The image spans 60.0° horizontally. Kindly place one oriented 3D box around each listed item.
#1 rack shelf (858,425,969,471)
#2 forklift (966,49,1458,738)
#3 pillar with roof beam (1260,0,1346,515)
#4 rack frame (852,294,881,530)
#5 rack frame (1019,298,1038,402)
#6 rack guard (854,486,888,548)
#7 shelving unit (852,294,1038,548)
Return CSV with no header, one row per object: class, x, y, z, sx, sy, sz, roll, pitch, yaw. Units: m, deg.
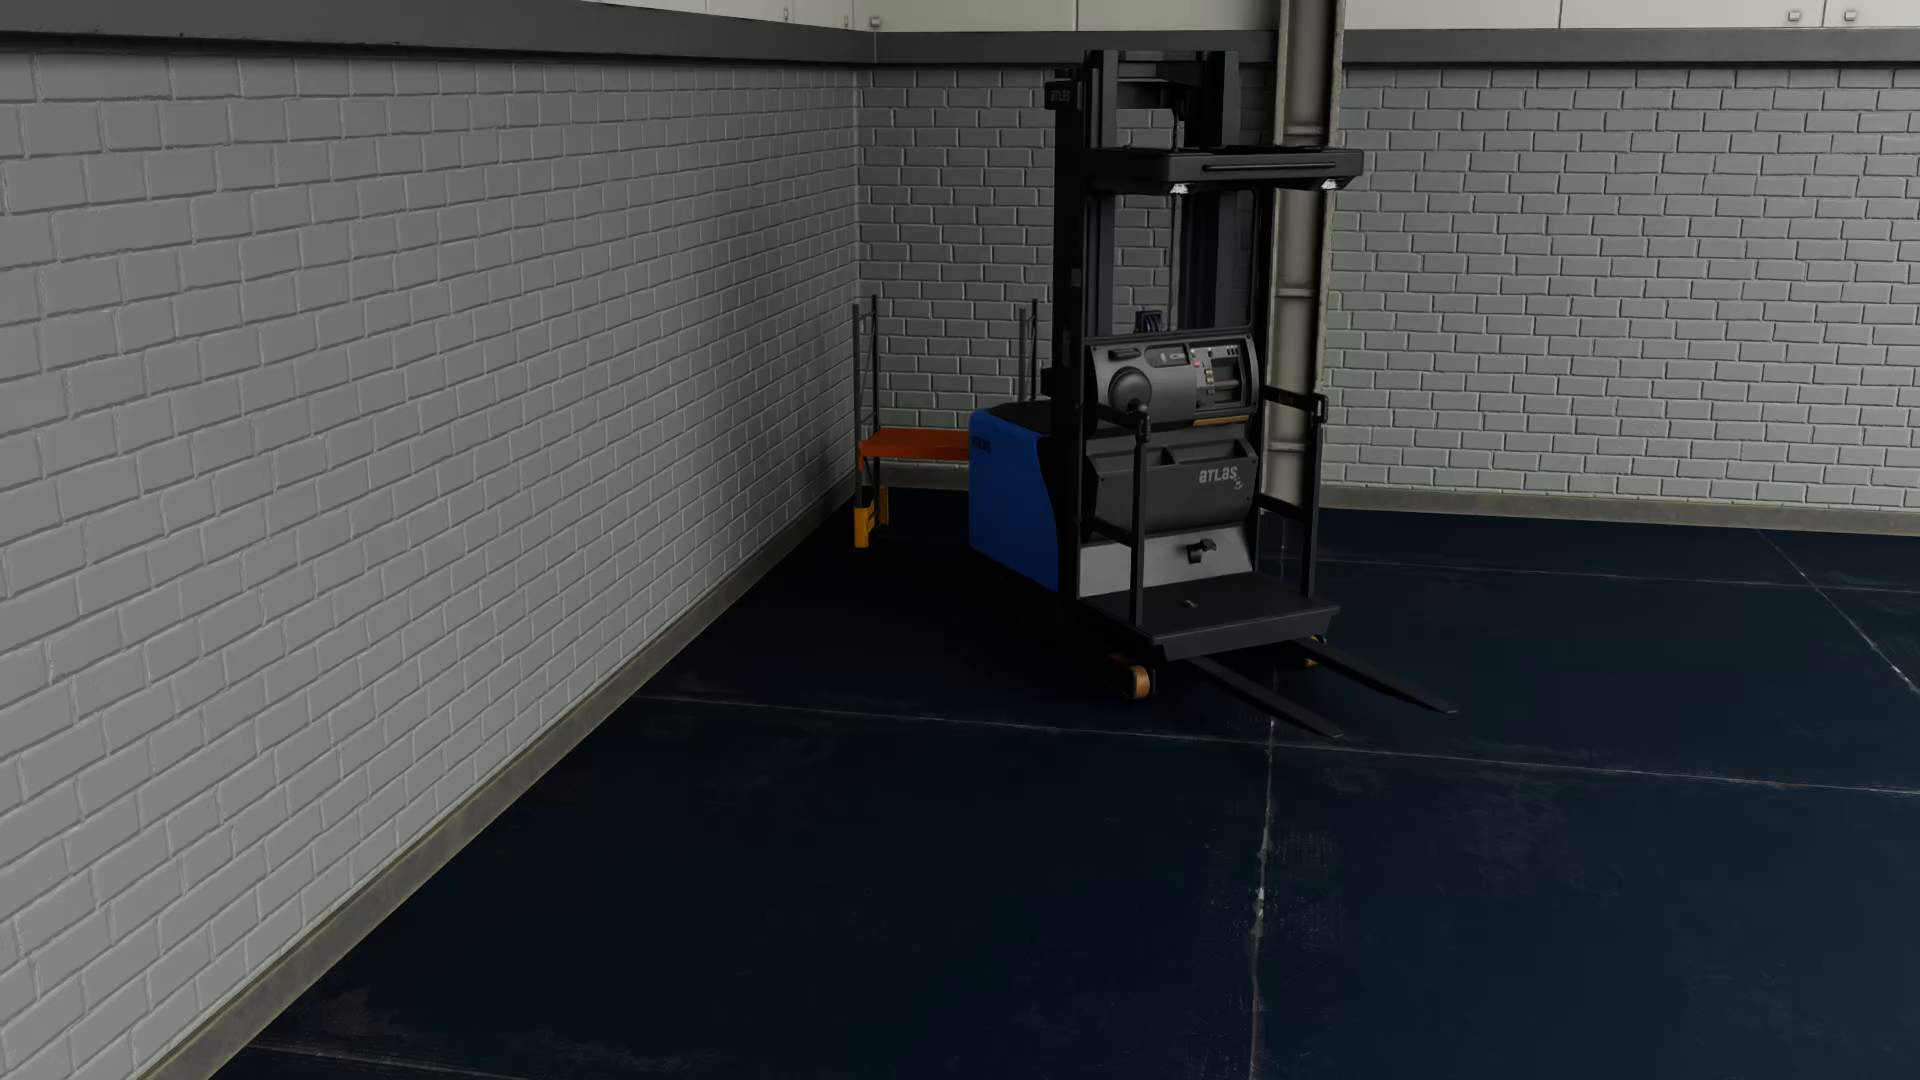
rack shelf,-0.084,-0.554,10.356,1.000,0.185,0.538,3,16,11
forklift,1.141,-0.797,7.879,1.130,2.935,3.031,-8,17,-25
pillar with roof beam,1.336,-3.412,5.951,0.400,9.000,9.100,3,16,11
rack frame,-0.582,-0.754,10.406,0.032,1.500,0.500,3,16,11
rack frame,0.415,-0.700,10.211,0.032,1.500,0.500,3,16,11
rack guard,-0.563,-0.151,10.569,0.087,0.250,0.587,3,16,11
shelving unit,-0.075,-0.727,10.306,1.083,1.500,0.587,3,16,11
